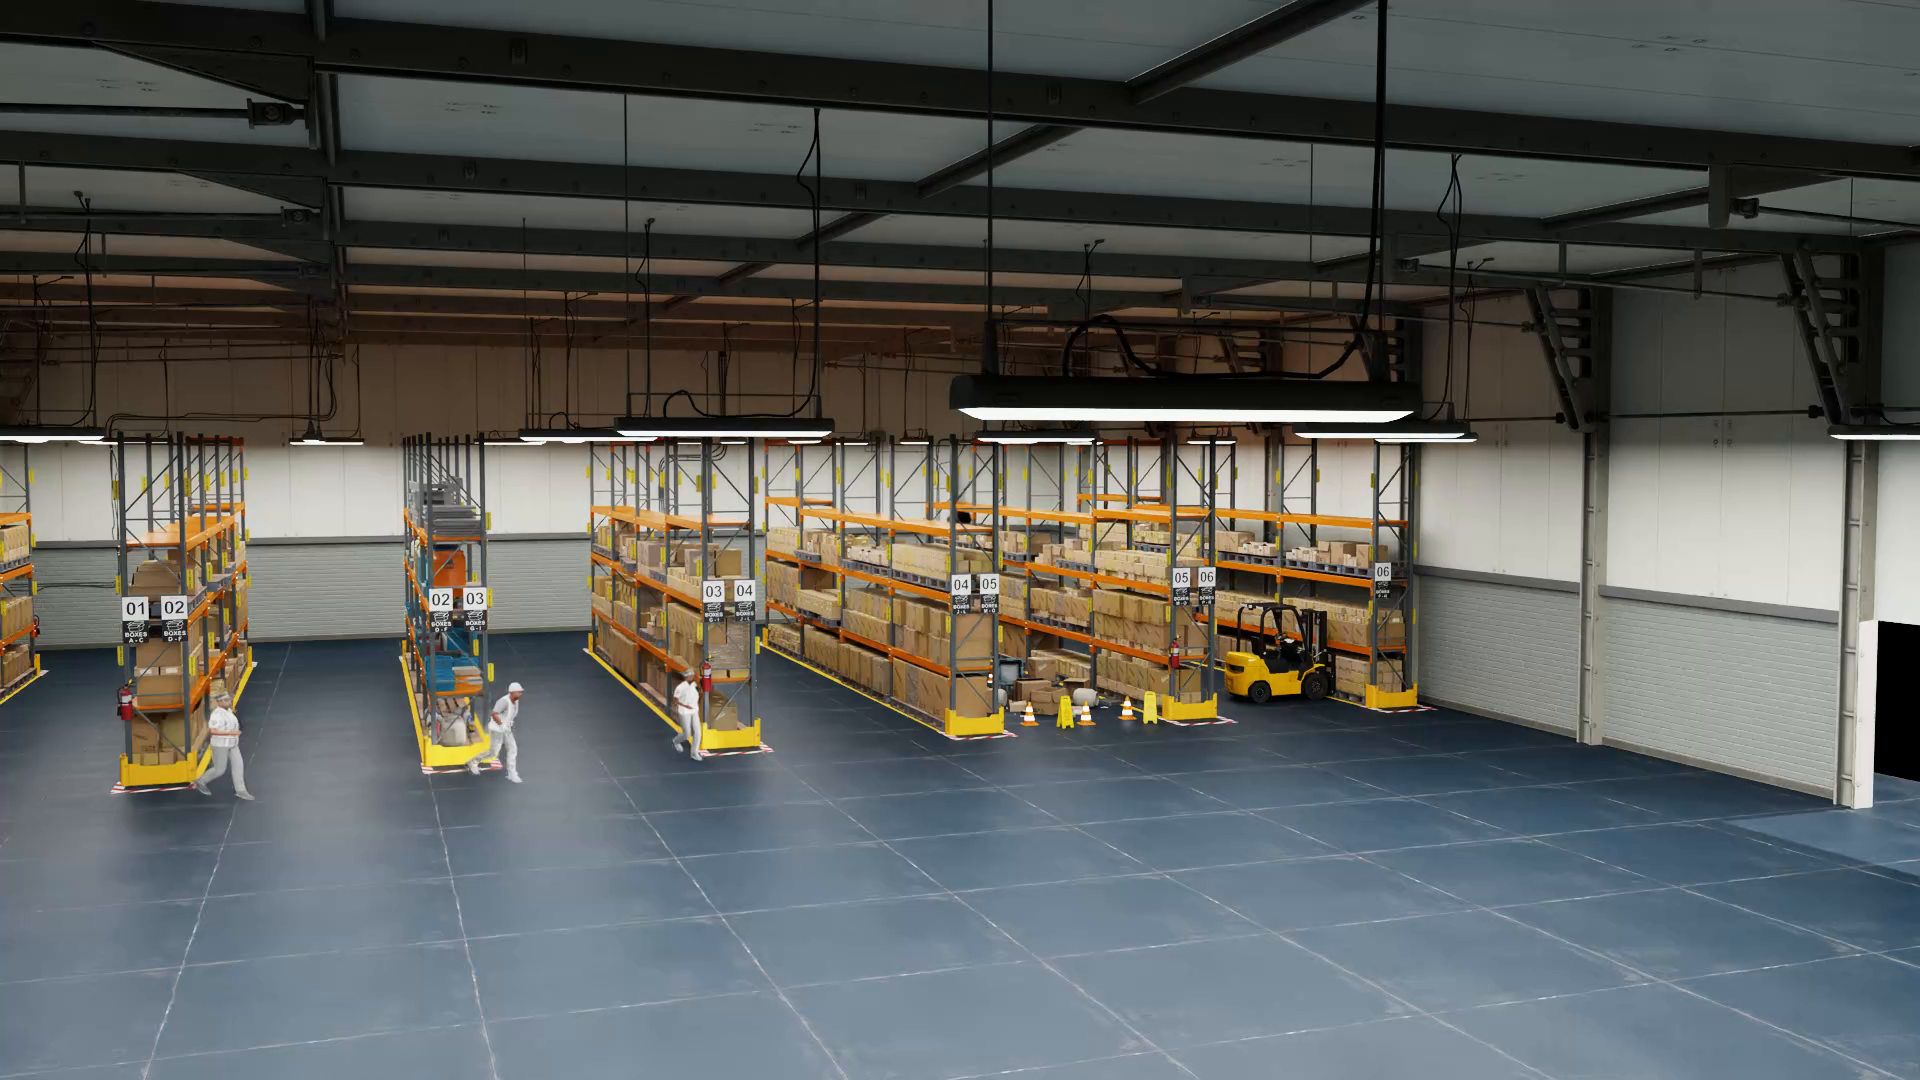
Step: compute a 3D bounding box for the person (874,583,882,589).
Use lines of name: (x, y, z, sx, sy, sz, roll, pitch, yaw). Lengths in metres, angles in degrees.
person: (-2.318, 2.000, 47.262, 0.510, 1.761, 0.779, -2, 4, -33)

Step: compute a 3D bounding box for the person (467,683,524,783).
person: (-7.973, 3.303, 28.557, 1.036, 1.725, 0.682, 0, 3, 5)

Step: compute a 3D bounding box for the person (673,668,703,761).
person: (-5.032, 3.201, 30.679, 0.618, 1.695, 0.775, -3, 4, -45)

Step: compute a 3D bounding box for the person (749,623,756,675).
person: (-5.259, 2.586, 40.646, 0.621, 1.714, 0.915, -1, 3, -24)

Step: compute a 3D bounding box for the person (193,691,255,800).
person: (-11.930, 3.337, 26.981, 0.923, 1.795, 0.662, 0, 3, 8)
